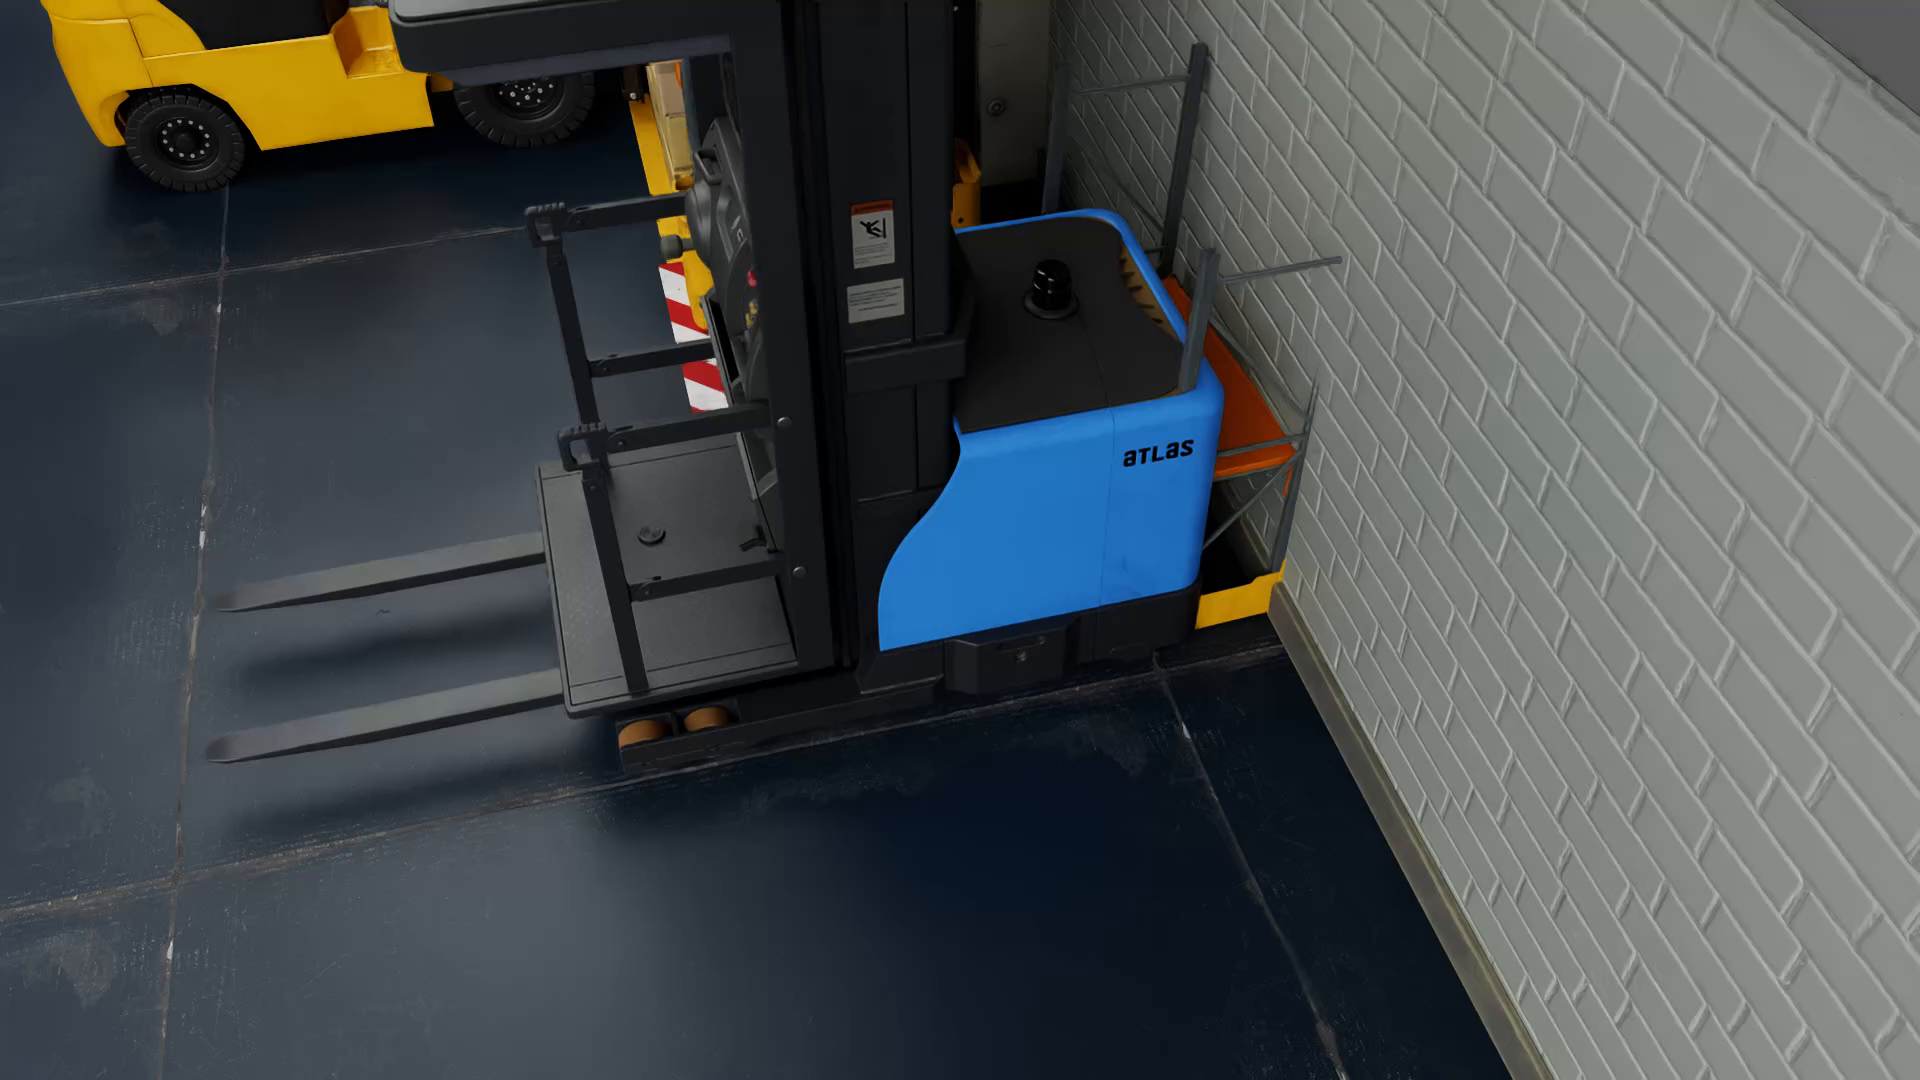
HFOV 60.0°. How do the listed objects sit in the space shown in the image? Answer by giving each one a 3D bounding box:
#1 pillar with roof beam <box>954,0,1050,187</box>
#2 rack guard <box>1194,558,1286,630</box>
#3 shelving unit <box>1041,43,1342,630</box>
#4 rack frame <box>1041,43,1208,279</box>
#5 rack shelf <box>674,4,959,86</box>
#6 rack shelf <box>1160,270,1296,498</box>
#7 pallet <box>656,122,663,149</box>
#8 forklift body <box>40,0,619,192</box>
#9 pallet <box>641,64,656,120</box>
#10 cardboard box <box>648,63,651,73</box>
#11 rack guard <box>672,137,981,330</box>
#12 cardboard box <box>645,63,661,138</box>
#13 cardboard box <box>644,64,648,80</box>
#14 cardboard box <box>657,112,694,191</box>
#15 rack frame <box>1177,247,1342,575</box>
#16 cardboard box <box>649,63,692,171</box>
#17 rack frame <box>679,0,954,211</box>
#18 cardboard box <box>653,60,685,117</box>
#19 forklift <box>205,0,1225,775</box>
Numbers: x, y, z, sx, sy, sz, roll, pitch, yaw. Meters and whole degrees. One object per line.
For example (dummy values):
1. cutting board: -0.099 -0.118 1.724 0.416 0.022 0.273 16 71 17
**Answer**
1. pillar with roof beam: -3.988 -4.069 3.437 9.100 9.000 0.400 -11 47 -10
2. rack guard: 0.801 0.168 5.380 0.587 0.250 0.087 -12 47 -16
3. shelving unit: 0.662 -0.612 5.273 0.587 1.500 1.083 -12 47 -16
4. rack frame: 0.493 -0.946 5.604 0.500 1.500 0.032 -12 47 -16
5. rack shelf: -1.032 -3.239 7.328 1.077 0.370 4.000 -11 47 -10
6. rack shelf: 0.656 -0.477 5.393 0.538 0.185 1.000 -12 47 -16
7. pallet: -0.756 -1.655 7.224 1.003 0.211 1.213 -11 47 -10
8. forklift body: -2.769 -2.789 6.977 2.313 2.155 1.214 -11 47 -10
9. pallet: -1.065 -2.495 8.048 1.003 0.211 1.213 -11 47 -10
10. cardboard box: -1.065 -2.097 6.986 0.500 0.250 0.500 -11 47 -11
11. rack guard: -0.514 -1.219 6.594 1.175 0.500 0.348 -11 47 -10
12. cardboard box: -1.064 -1.907 7.149 0.500 0.250 0.500 -11 47 -10
13. cardboard box: -1.183 -2.254 7.490 0.500 0.250 0.500 -10 46 -10
14. cardboard box: -0.945 -1.562 6.811 0.500 0.250 0.500 -10 46 -10
15. rack frame: 0.836 -0.266 4.930 0.500 1.500 0.032 -12 47 -16
16. cardboard box: -0.947 -1.749 6.645 0.500 0.250 0.500 -11 47 -11
17. rack frame: -0.520 -2.110 5.718 1.000 3.000 0.127 -11 47 -10
18. cardboard box: -0.939 -1.906 6.449 0.500 0.250 0.500 -9 46 -9
19. forklift: -0.810 -0.742 4.425 3.031 2.935 1.130 -11 47 -11
